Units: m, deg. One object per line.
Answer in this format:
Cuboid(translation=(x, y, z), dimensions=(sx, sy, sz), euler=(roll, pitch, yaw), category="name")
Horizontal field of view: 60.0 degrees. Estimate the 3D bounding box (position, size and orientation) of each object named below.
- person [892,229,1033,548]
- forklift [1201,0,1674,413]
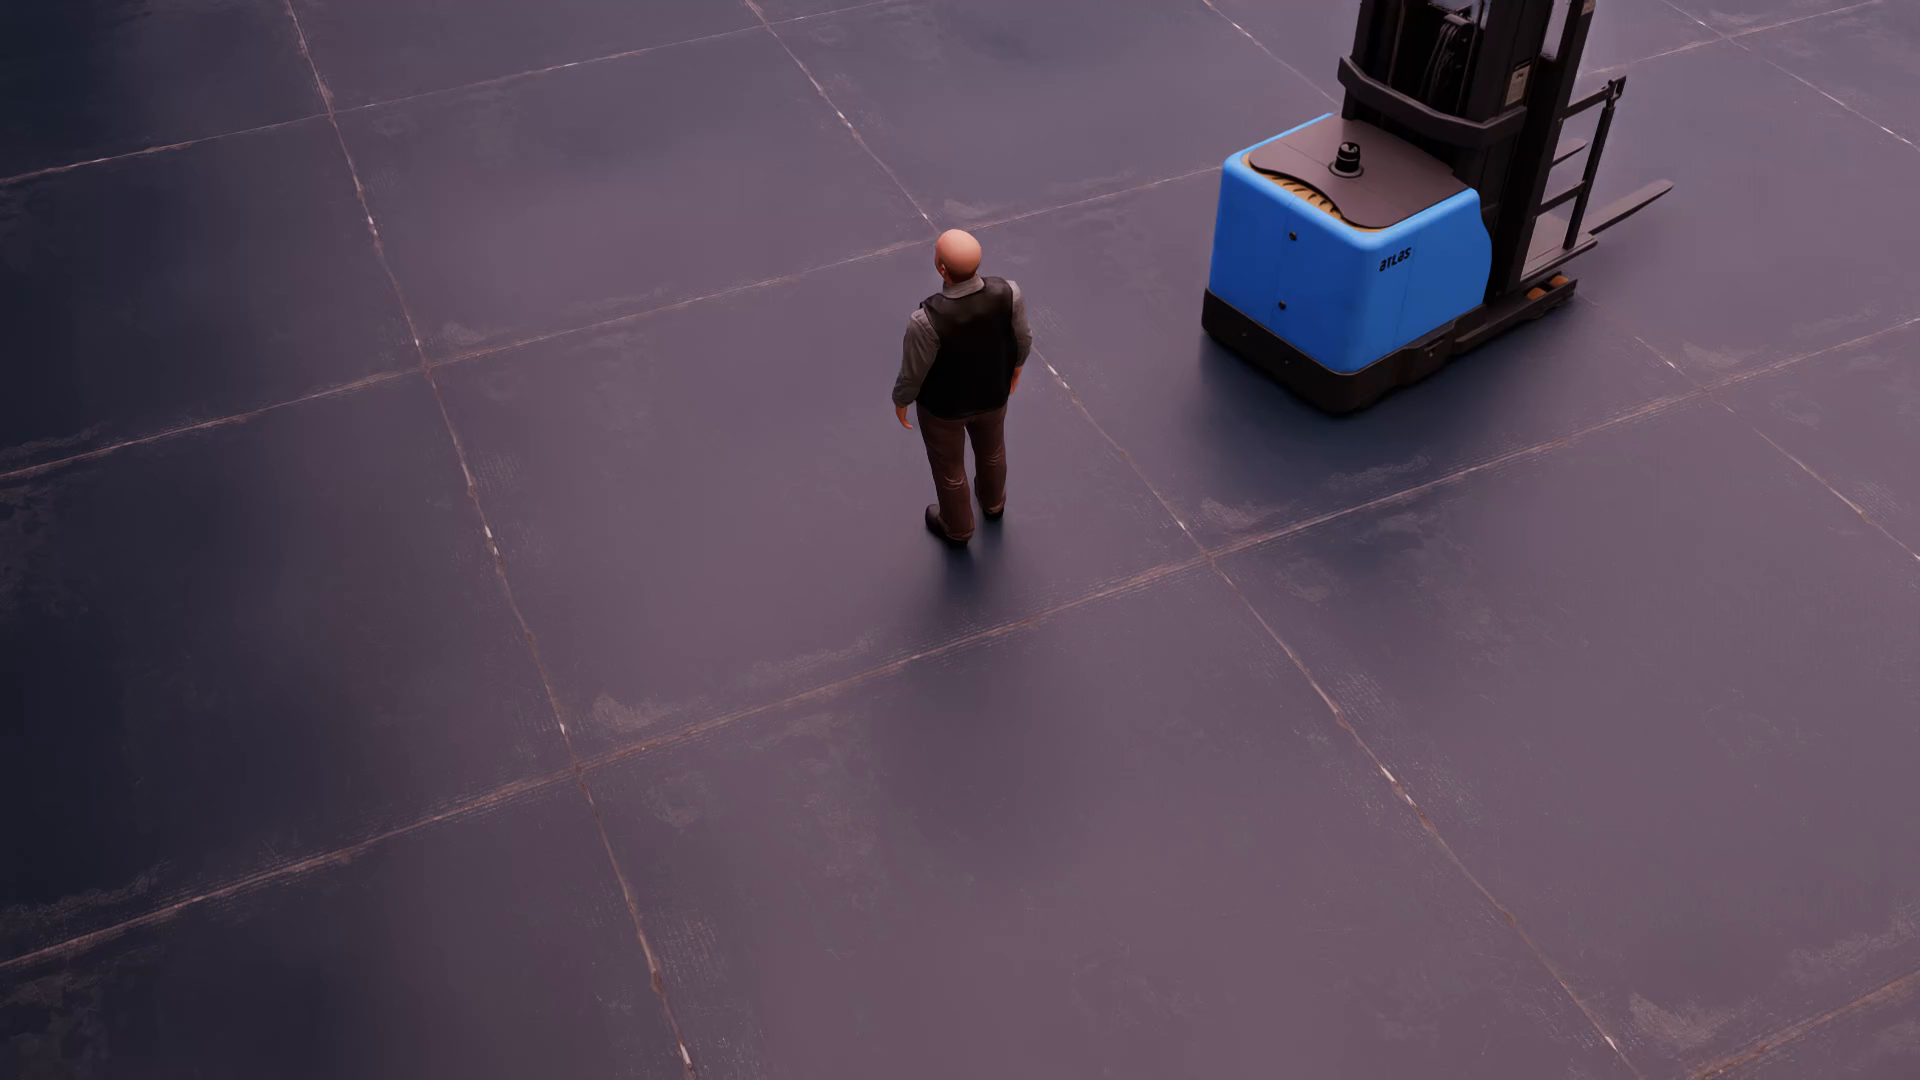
Cuboid(translation=(-0.018, -0.675, 7.280), dimensions=(0.632, 1.720, 0.568), euler=(-18, 46, -18), category="person")
Cuboid(translation=(2.779, -2.546, 8.409), dimensions=(3.031, 2.935, 1.130), euler=(-28, 50, -26), category="forklift")
